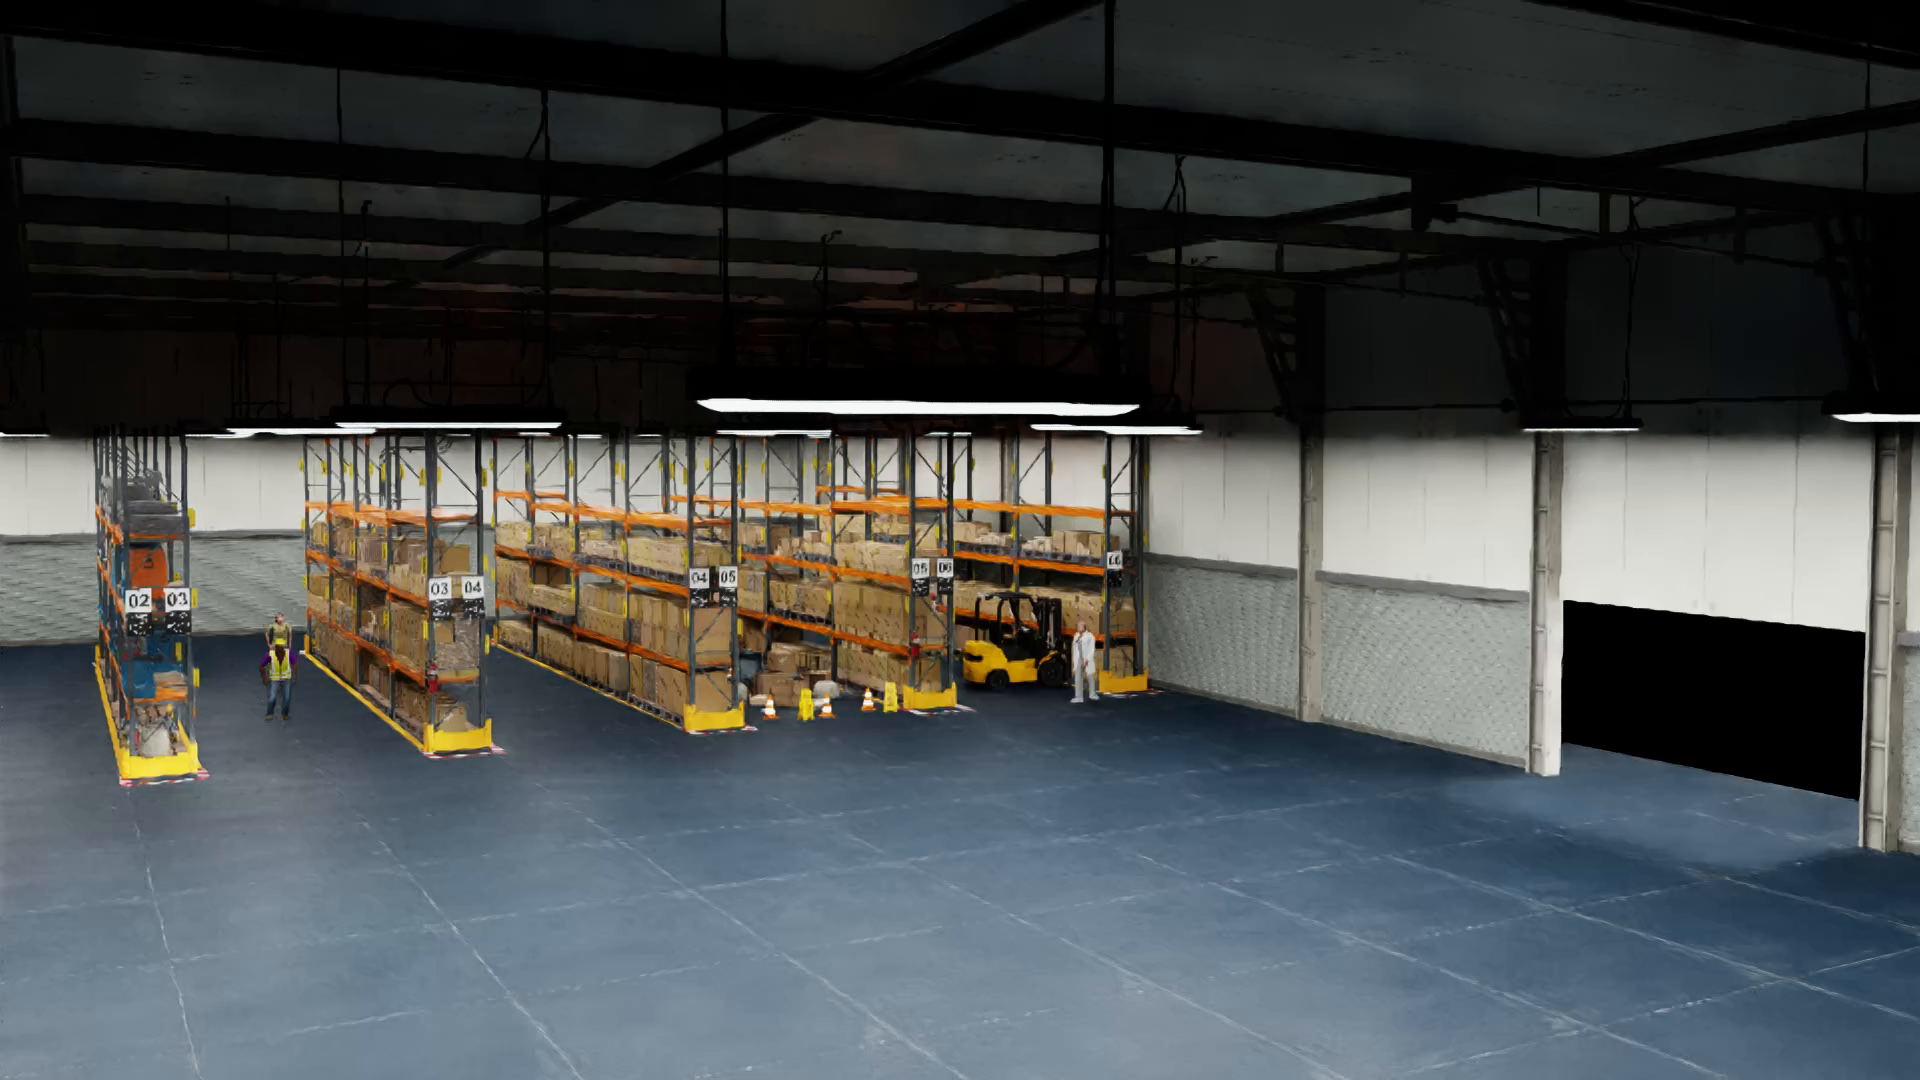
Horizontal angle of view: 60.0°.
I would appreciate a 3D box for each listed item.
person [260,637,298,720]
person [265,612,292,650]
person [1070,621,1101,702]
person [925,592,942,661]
[{"bbox_3d":[-13.844,2.825,33.823,0.719,1.714,0.575,-2,4,-30],"label":"person"},{"bbox_3d":[-16.217,2.523,39.613,0.598,1.619,0.507,-2,4,-31],"label":"person"},{"bbox_3d":[2.718,2.644,36.280,0.604,1.771,0.767,2,4,31],"label":"person"},{"bbox_3d":[-0.777,2.221,42.895,0.581,1.785,0.664,0,3,-5],"label":"person"}]
